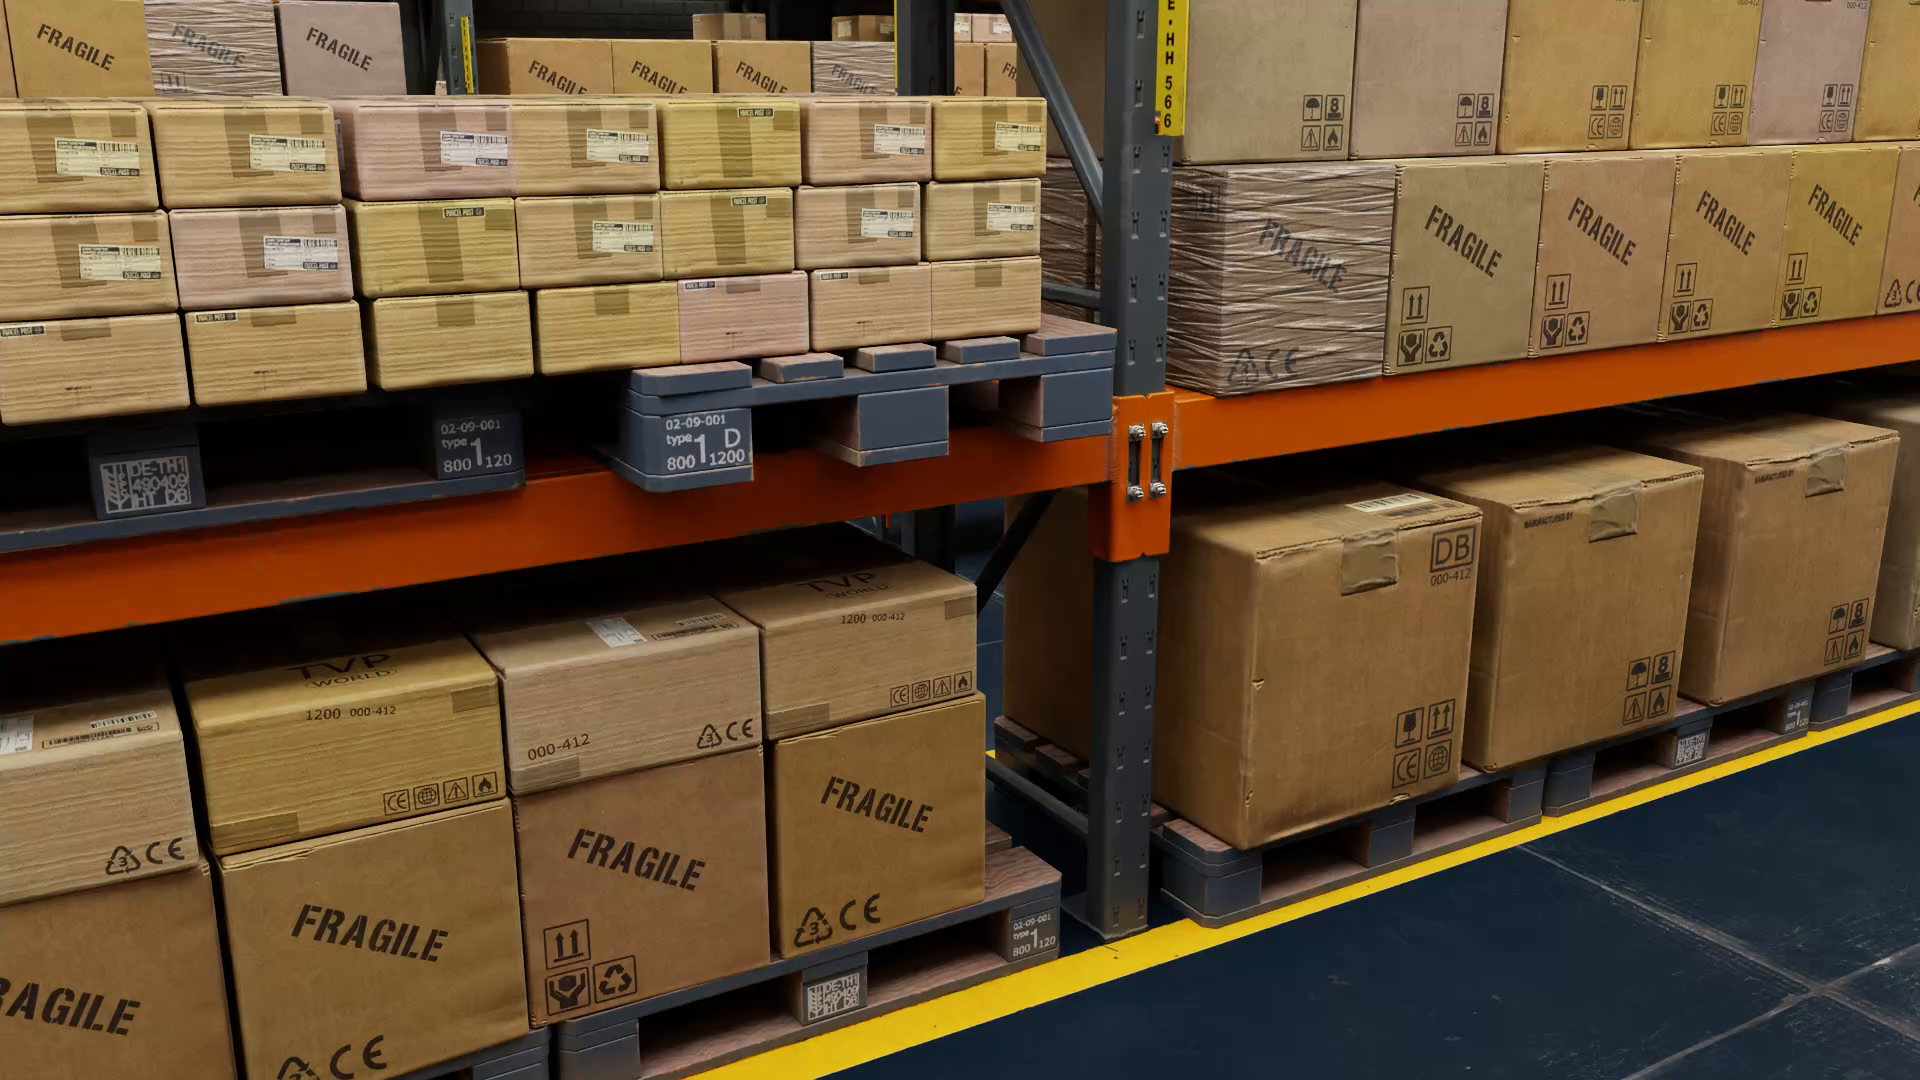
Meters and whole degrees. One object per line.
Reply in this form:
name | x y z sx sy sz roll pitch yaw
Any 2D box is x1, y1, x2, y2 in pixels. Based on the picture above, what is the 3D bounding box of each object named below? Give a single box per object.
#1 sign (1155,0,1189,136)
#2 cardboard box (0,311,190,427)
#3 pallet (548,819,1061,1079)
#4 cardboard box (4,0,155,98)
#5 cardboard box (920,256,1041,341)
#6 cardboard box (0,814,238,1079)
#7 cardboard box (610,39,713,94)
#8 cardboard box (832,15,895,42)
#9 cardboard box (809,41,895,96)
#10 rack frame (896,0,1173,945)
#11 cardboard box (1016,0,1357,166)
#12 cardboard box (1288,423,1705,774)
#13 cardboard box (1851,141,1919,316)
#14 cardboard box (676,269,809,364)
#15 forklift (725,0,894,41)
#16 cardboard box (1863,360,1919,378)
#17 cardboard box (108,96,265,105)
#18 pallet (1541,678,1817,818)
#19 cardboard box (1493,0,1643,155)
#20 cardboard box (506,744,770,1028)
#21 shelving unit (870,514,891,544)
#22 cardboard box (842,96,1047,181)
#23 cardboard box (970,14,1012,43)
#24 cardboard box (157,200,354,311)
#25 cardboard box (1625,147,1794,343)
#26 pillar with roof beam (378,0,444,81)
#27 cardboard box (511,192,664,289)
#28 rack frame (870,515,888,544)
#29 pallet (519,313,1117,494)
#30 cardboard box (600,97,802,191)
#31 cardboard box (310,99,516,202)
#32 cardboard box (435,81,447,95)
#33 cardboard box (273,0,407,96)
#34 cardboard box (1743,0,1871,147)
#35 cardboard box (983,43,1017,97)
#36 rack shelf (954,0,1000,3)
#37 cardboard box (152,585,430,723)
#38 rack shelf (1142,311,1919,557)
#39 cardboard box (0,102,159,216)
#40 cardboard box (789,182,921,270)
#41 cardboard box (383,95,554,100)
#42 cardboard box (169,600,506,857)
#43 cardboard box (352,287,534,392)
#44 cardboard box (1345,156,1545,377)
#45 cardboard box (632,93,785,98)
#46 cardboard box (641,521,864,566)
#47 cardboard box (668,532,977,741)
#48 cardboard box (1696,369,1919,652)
sign | 0.433 -0.998 3.415 0.005 0.325 0.100 -9 18 -30
cardboard box | -1.375 -0.294 2.588 0.250 0.149 0.380 -10 19 -32
pallet | -0.525 0.848 3.994 1.213 0.211 1.003 -9 18 -30
cardboard box | -3.664 -1.991 6.917 0.500 0.500 0.500 -9 18 -30
cardboard box | -0.041 -0.509 3.357 0.250 0.149 0.380 -9 18 -29
cardboard box | -1.619 0.763 2.983 0.500 0.500 0.500 -9 18 -29
cardboard box | -1.543 -2.211 8.226 0.500 0.500 0.500 -8 18 -27
cardboard box | -0.525 -2.838 9.260 0.250 0.149 0.380 -8 18 -27
cardboard box | -0.658 -2.354 8.736 0.500 0.500 0.500 -10 19 -32
rack frame | 0.145 -0.603 4.004 0.127 3.000 1.000 -9 18 -30
cardboard box | 0.535 -1.193 4.070 0.500 0.500 0.700 -9 18 -30
cardboard box | 1.461 0.092 4.915 0.750 0.750 1.050 -9 18 -29
cardboard box | 2.831 -1.003 5.244 0.500 0.500 0.500 -9 18 -30
cardboard box | -0.475 -0.440 3.108 0.250 0.149 0.380 -9 18 -29
forklift | -0.803 -2.725 11.699 3.031 2.935 1.130 -9 18 -30
cardboard box | 4.149 -0.410 6.472 0.875 0.875 0.875 -9 18 -29
cardboard box | -1.476 -0.768 3.179 0.250 0.149 0.380 -9 18 -28
pallet | 1.905 0.479 5.310 1.213 0.211 1.003 -9 18 -30
cardboard box | 1.407 -1.335 4.578 0.500 0.500 0.700 -10 18 -31
cardboard box | -0.731 0.622 3.488 0.500 0.500 0.500 -8 18 -27
shelving unit | -0.006 -0.541 7.255 1.048 1.125 0.538 -9 18 -30
cardboard box | -0.039 -0.797 3.280 0.250 0.149 0.380 -10 19 -32
cardboard box | 0.075 -2.781 9.057 0.250 0.149 0.380 -10 18 -31
cardboard box | -1.148 -0.474 2.679 0.250 0.149 0.380 -9 18 -28
cardboard box | 1.964 -0.861 4.740 0.500 0.500 0.500 -9 18 -30
pillar with roof beam | -2.180 -5.165 9.162 0.400 9.000 9.100 -9 18 -30
cardboard box | -0.710 -0.544 2.930 0.250 0.149 0.380 -9 18 -30
rack frame | -0.442 -0.470 7.003 0.032 1.125 0.500 -9 18 -30
pallet | -0.411 -0.387 3.589 1.003 0.211 1.213 -9 18 -30
cardboard box | -0.480 -0.726 3.027 0.250 0.149 0.380 -9 18 -28
cardboard box | -0.916 -0.656 2.777 0.250 0.149 0.380 -9 18 -30
cardboard box | -3.972 -3.337 12.371 0.250 0.149 0.380 -9 18 -29
cardboard box | -2.799 -2.132 7.419 0.500 0.500 0.500 -10 18 -31
cardboard box | 2.278 -1.476 5.081 0.500 0.500 0.700 -9 18 -29
cardboard box | 0.236 -2.497 9.247 0.500 0.500 0.500 -9 18 -29
rack shelf | 0.093 -4.814 14.802 4.000 0.370 1.077 -9 18 -30
cardboard box | -1.436 0.213 3.555 0.500 0.250 0.500 -9 18 -29
rack shelf | 1.860 -0.535 5.093 4.000 0.370 1.077 -9 18 -30
cardboard box | -1.372 -0.581 2.512 0.250 0.149 0.380 -9 18 -28
cardboard box | -0.271 -0.616 3.187 0.250 0.149 0.380 -8 18 -28
cardboard box | -1.019 -0.844 3.447 0.250 0.149 0.380 -10 19 -32
cardboard box | -1.177 0.333 3.130 0.500 0.250 0.500 -9 18 -28
cardboard box | -0.920 -0.368 2.852 0.250 0.149 0.380 -10 19 -32
cardboard box | 1.104 -0.723 4.245 0.500 0.500 0.500 -9 18 -30
cardboard box | -0.579 -0.913 3.696 0.250 0.149 0.380 -10 18 -31
cardboard box | -0.570 0.077 4.042 0.500 0.250 0.500 -10 19 -32
cardboard box | -0.306 0.193 3.628 0.500 0.250 0.500 -10 18 -31
cardboard box | 3.088 -0.171 5.853 0.750 0.750 1.050 -9 18 -30
